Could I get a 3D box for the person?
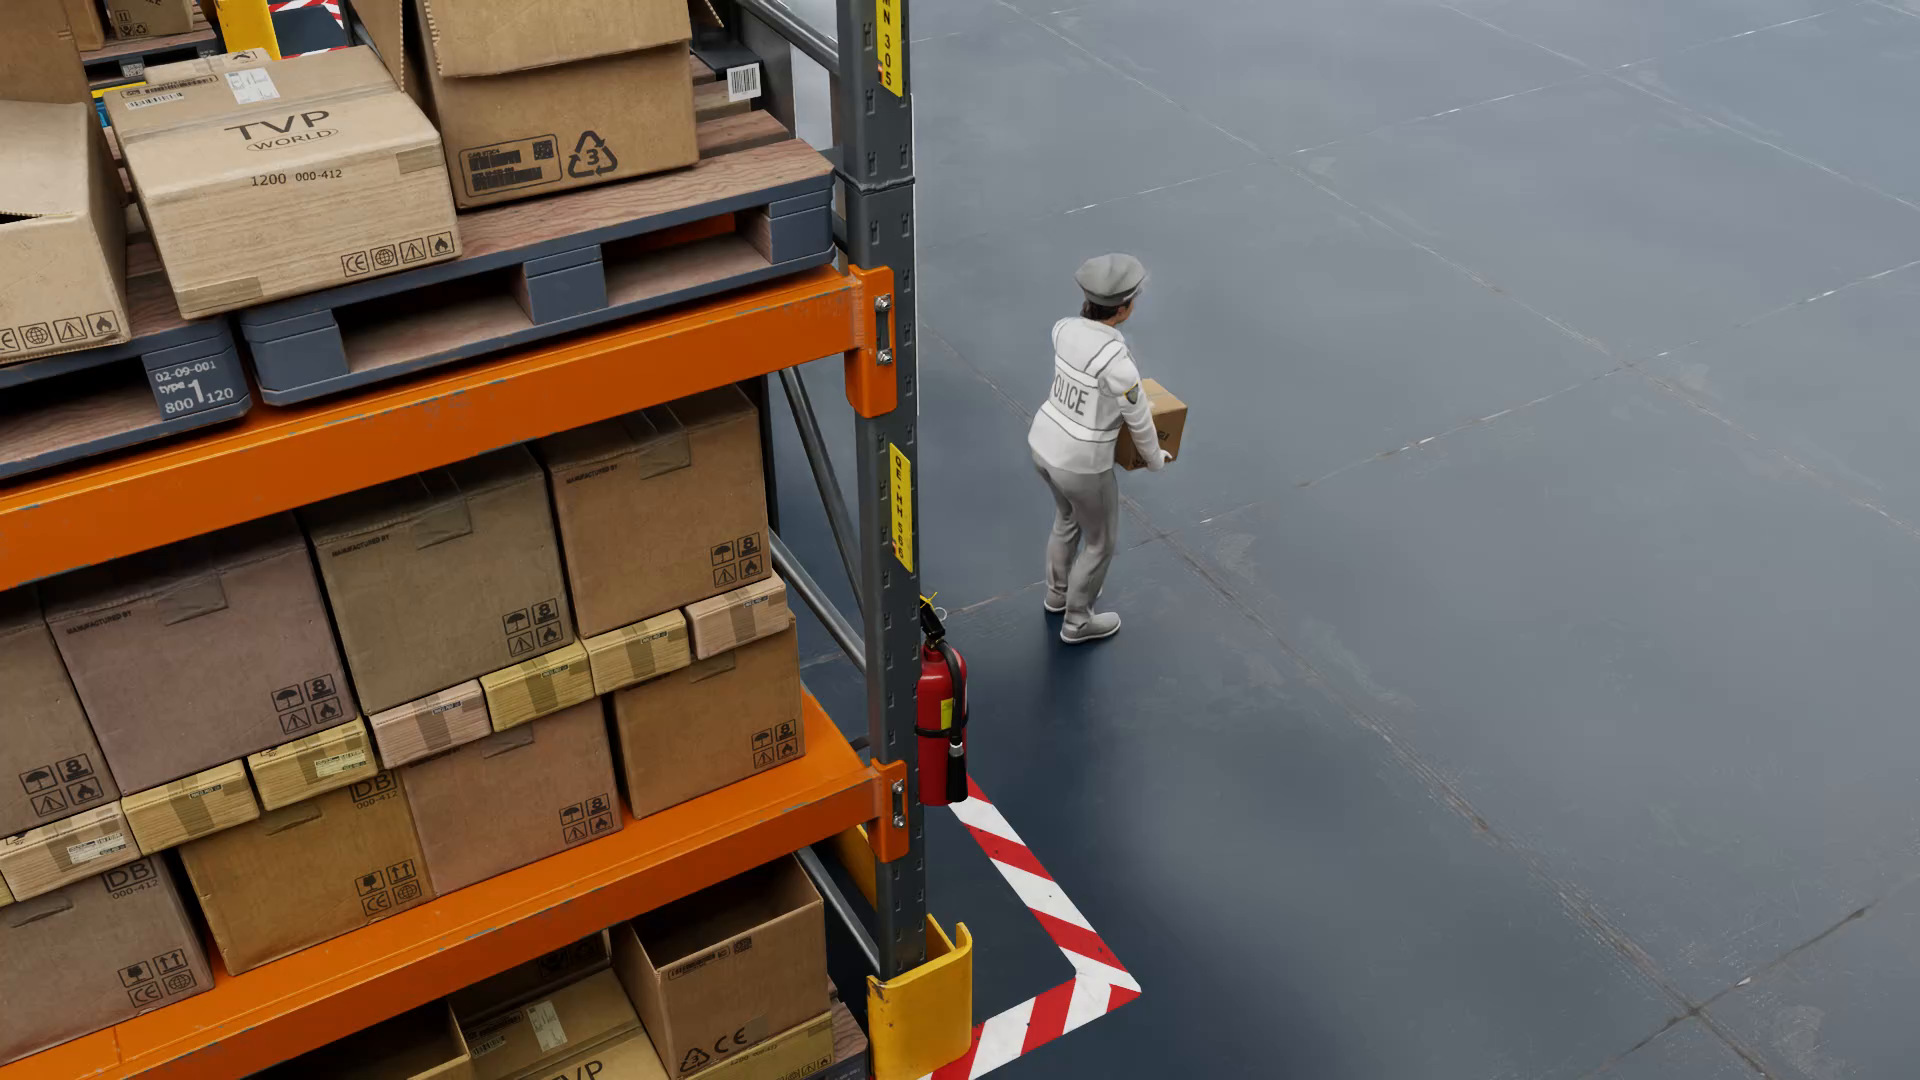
[{"bbox_3d":[0.540,-0.351,6.635,0.549,1.648,0.415,-20,41,-24],"label":"person"}]
